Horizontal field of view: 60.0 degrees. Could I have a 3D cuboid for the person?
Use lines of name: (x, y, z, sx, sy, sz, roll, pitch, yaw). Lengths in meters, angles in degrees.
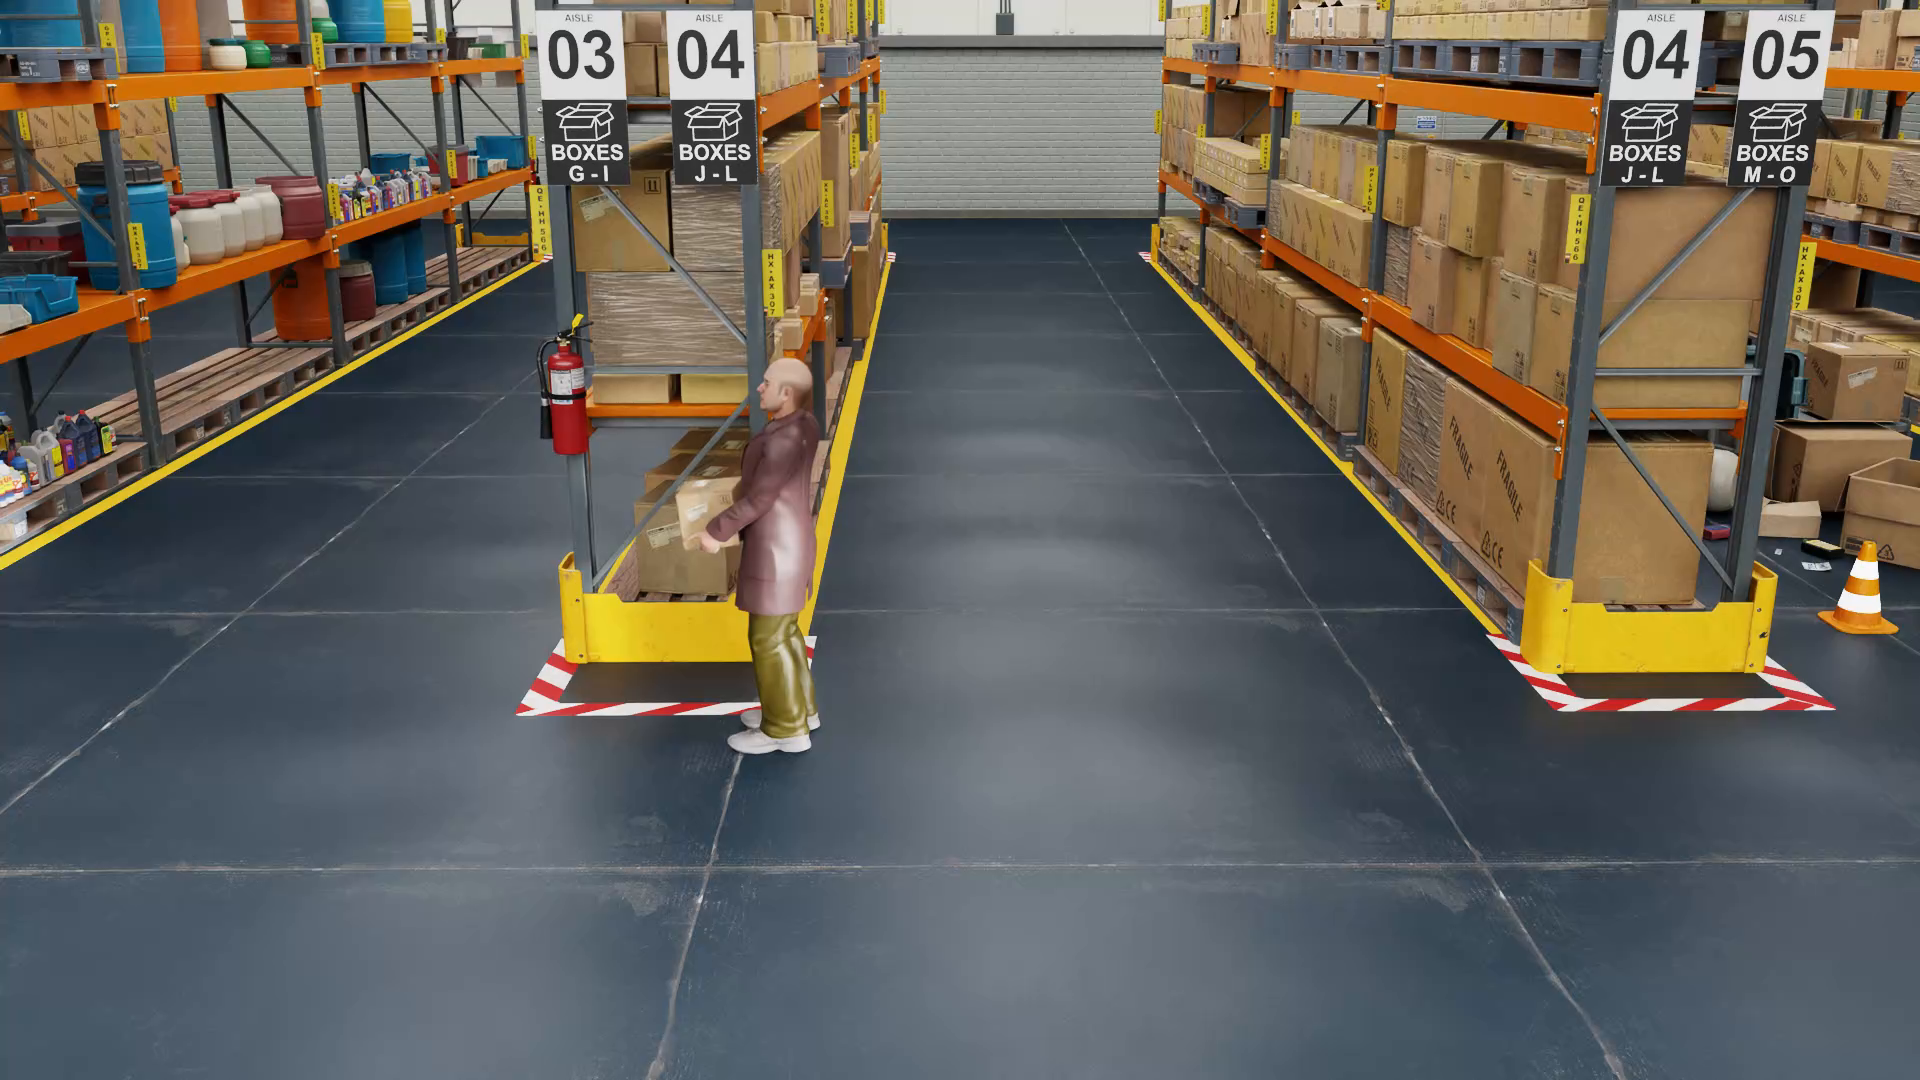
person: (-0.821, 0.065, 7.358, 0.429, 1.772, 0.642, 0, 17, 1)
